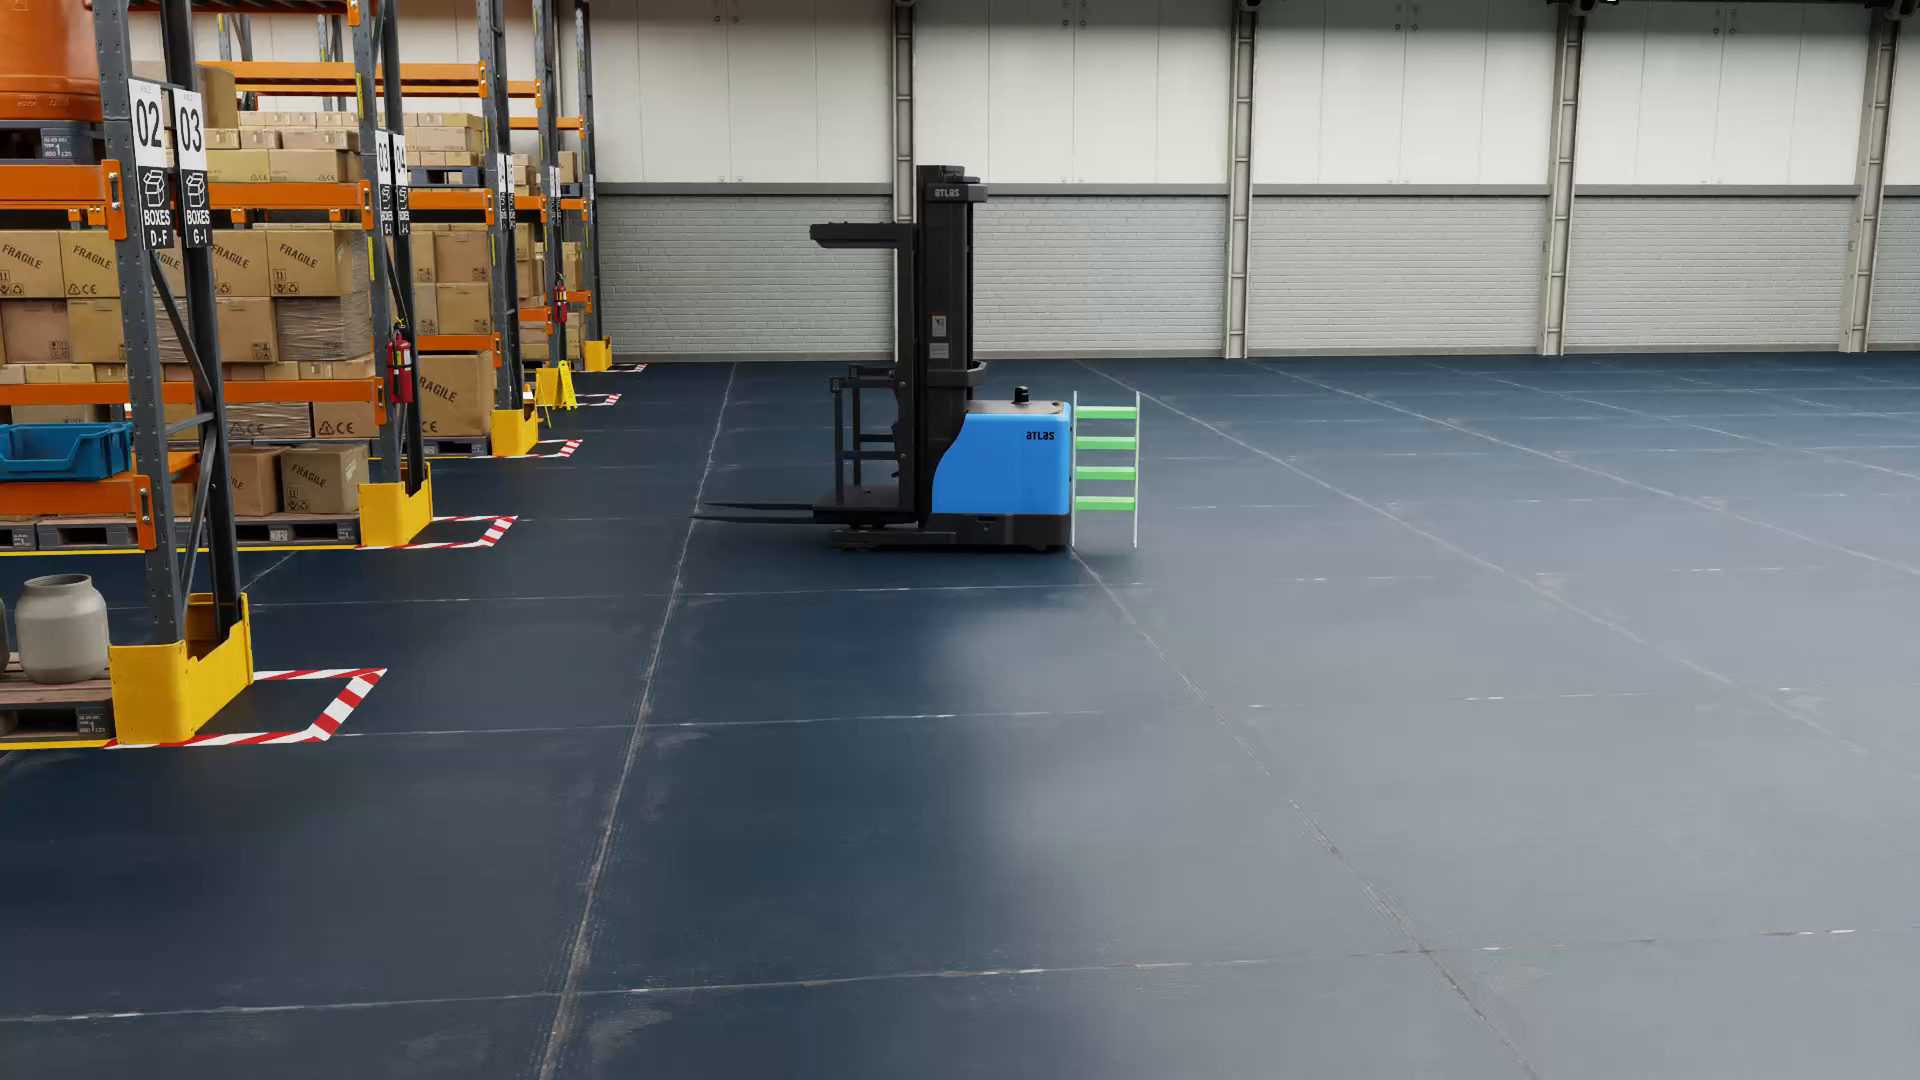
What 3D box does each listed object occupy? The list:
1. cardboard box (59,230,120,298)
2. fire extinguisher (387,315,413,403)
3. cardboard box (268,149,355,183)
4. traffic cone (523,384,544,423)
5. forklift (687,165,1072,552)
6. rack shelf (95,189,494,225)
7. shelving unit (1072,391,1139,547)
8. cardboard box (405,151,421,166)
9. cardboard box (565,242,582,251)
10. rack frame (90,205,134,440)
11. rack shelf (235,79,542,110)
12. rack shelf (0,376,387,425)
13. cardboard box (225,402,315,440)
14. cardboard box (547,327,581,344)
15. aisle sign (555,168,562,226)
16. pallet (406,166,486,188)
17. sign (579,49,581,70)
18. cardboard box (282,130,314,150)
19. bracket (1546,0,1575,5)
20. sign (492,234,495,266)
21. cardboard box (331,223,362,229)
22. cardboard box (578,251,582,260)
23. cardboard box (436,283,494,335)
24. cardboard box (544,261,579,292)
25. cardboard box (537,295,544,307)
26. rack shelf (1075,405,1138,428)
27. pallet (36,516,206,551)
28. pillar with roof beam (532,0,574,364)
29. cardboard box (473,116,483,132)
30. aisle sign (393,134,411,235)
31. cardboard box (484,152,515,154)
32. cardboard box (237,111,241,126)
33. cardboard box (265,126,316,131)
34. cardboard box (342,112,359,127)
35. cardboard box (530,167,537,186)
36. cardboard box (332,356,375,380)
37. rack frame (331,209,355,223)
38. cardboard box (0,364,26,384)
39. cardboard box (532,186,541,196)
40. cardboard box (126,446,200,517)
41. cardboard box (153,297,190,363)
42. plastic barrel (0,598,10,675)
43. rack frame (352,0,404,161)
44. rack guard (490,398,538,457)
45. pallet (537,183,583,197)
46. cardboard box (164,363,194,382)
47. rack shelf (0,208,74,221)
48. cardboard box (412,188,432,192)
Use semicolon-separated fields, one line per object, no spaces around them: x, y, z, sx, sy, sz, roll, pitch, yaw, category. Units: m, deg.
-6.552;-2.130;12.807;0.500;0.500;0.500;-1;11;-6;cardboard box
-4.376;-1.410;12.965;0.183;0.674;0.296;-1;11;-6;fire extinguisher
-4.992;-2.873;12.821;0.500;0.250;0.500;-1;11;-5;cardboard box
-5.440;-1.728;20.956;0.334;0.463;0.336;-1;11;-6;traffic cone
-0.629;-1.448;13.133;3.031;2.935;1.130;1;11;4;forklift
-6.963;-3.564;17.812;4.000;0.370;1.077;-1;11;-6;rack shelf
1.143;-0.557;13.089;0.503;1.200;0.258;1;11;4;shelving unit
-5.775;-4.008;17.509;0.250;0.149;0.380;-1;11;-5;cardboard box
-6.507;-4.934;27.975;0.250;0.149;0.380;-1;11;-7;cardboard box
-8.952;-2.404;17.820;0.127;3.000;1.000;-1;11;-6;rack frame
-7.598;-5.982;22.341;4.000;0.370;1.077;-1;11;-6;rack shelf
-6.528;-1.139;13.252;4.000;0.370;1.077;-1;11;-6;rack shelf
-7.423;-1.587;18.082;0.875;0.875;0.875;-1;11;-6;cardboard box
-6.600;-3.418;27.723;0.500;0.250;0.500;-1;11;-7;cardboard box
-5.582;-4.771;23.120;0.004;0.787;0.394;-1;11;-6;aisle sign
-5.712;-3.898;17.874;1.213;0.211;1.003;-1;11;-6;pallet
-6.105;-7.723;26.696;0.005;0.325;0.100;-1;11;-6;sign
-5.054;-3.079;12.835;0.250;0.149;0.380;-2;11;-8;cardboard box
10.581;-9.553;29.300;0.430;0.232;0.235;-1;11;-6;bracket
-4.930;-3.067;17.579;0.005;0.325;0.100;-1;11;-6;sign
-8.114;-4.016;22.398;0.500;0.500;0.700;-1;11;-7;cardboard box
-6.515;-4.796;28.048;0.250;0.149;0.380;-1;11;-8;cardboard box
-5.339;-2.544;18.146;0.550;0.550;0.875;-1;11;-6;cardboard box
-6.611;-4.375;27.585;0.500;0.500;0.500;-1;11;-7;cardboard box
-5.970;-3.344;23.252;0.250;0.149;0.380;-1;11;-6;cardboard box
1.143;-0.965;13.008;0.480;0.148;0.258;1;11;4;rack shelf
-6.637;-0.129;13.478;1.213;0.211;1.003;-1;11;-6;pallet
-6.475;-6.663;23.931;0.548;9.000;9.100;-1;11;-6;pillar with roof beam
-5.341;-4.536;18.127;0.250;0.149;0.380;-1;11;-5;cardboard box
-4.511;-2.868;13.443;0.004;0.787;0.394;-1;11;-6;aisle sign
-7.593;-6.104;27.259;0.500;0.500;0.700;-1;11;-6;cardboard box
-7.540;-4.363;17.245;0.250;0.149;0.380;-1;11;-5;cardboard box
-6.929;-4.192;17.408;0.500;0.250;0.500;-1;11;-6;cardboard box
-6.282;-4.389;17.379;0.250;0.149;0.380;-1;11;-6;cardboard box
-6.139;-5.019;22.965;0.500;0.250;0.500;-1;11;-7;cardboard box
-4.801;-1.365;13.188;0.250;0.149;0.380;-1;11;-6;cardboard box
-10.127;-4.303;27.480;0.127;3.000;1.000;-1;11;-6;rack frame
-7.274;-1.292;12.814;0.250;0.149;0.380;-1;11;-6;cardboard box
-5.975;-4.838;23.078;0.250;0.149;0.380;-1;11;-6;cardboard box
-6.378;-0.475;13.401;0.500;0.500;0.500;0;11;-1;cardboard box
-6.076;-1.687;13.144;0.500;0.500;0.875;-1;11;-6;cardboard box
-5.149;0.469;8.565;0.421;0.512;0.421;0;11;0;plastic barrel
-4.540;-4.478;12.816;0.127;3.000;1.000;-1;11;-6;rack frame
-4.951;-1.261;18.488;0.348;0.500;1.175;-1;11;-6;rack guard
-6.856;-5.805;27.573;1.213;0.211;1.003;-1;11;-6;pallet
-6.042;-1.336;13.039;0.250;0.149;0.380;-1;11;-6;cardboard box
-16.091;-5.297;26.624;4.000;0.370;1.077;-1;11;-6;rack shelf
-7.211;-4.701;22.378;0.250;0.149;0.380;-2;11;-8;cardboard box
